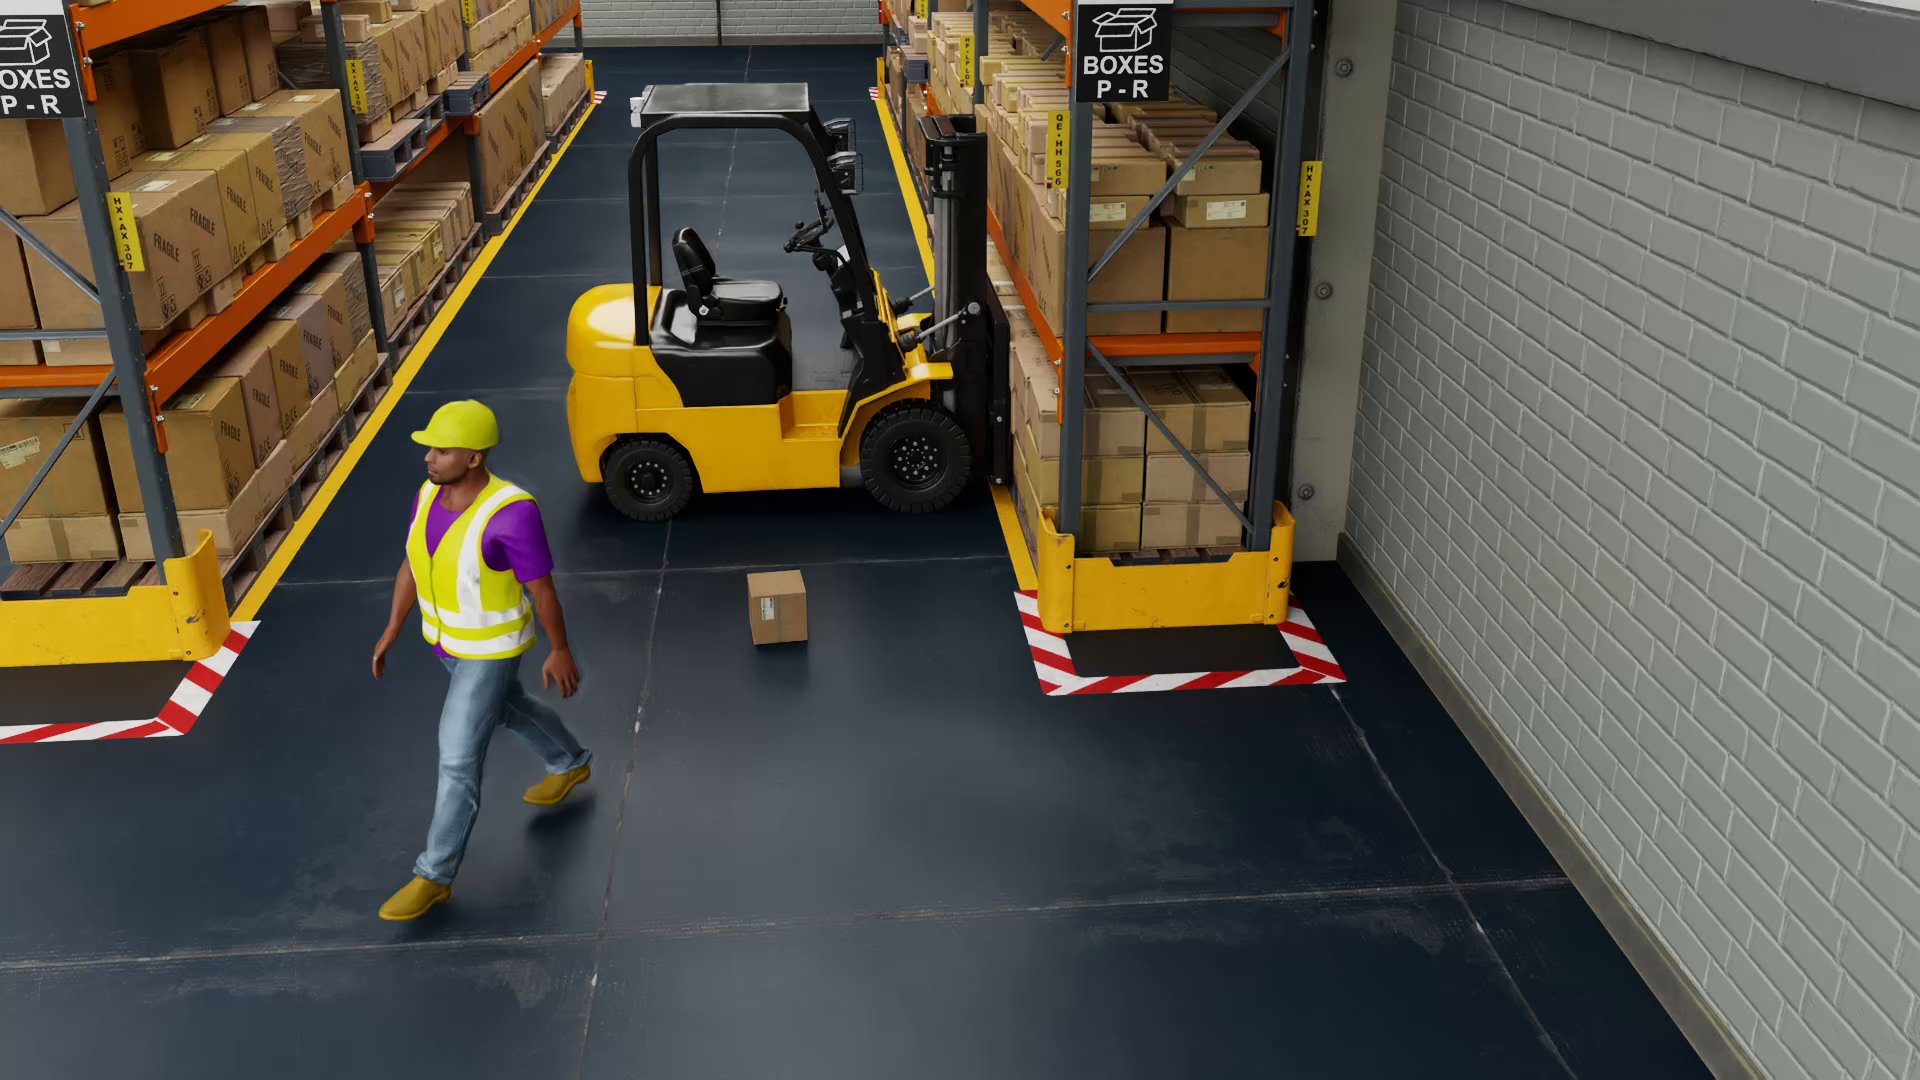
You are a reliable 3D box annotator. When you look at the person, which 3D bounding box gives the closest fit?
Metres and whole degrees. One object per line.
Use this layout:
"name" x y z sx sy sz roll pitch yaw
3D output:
"person" -1.731 0.353 5.756 0.437 1.710 1.066 19 30 37
